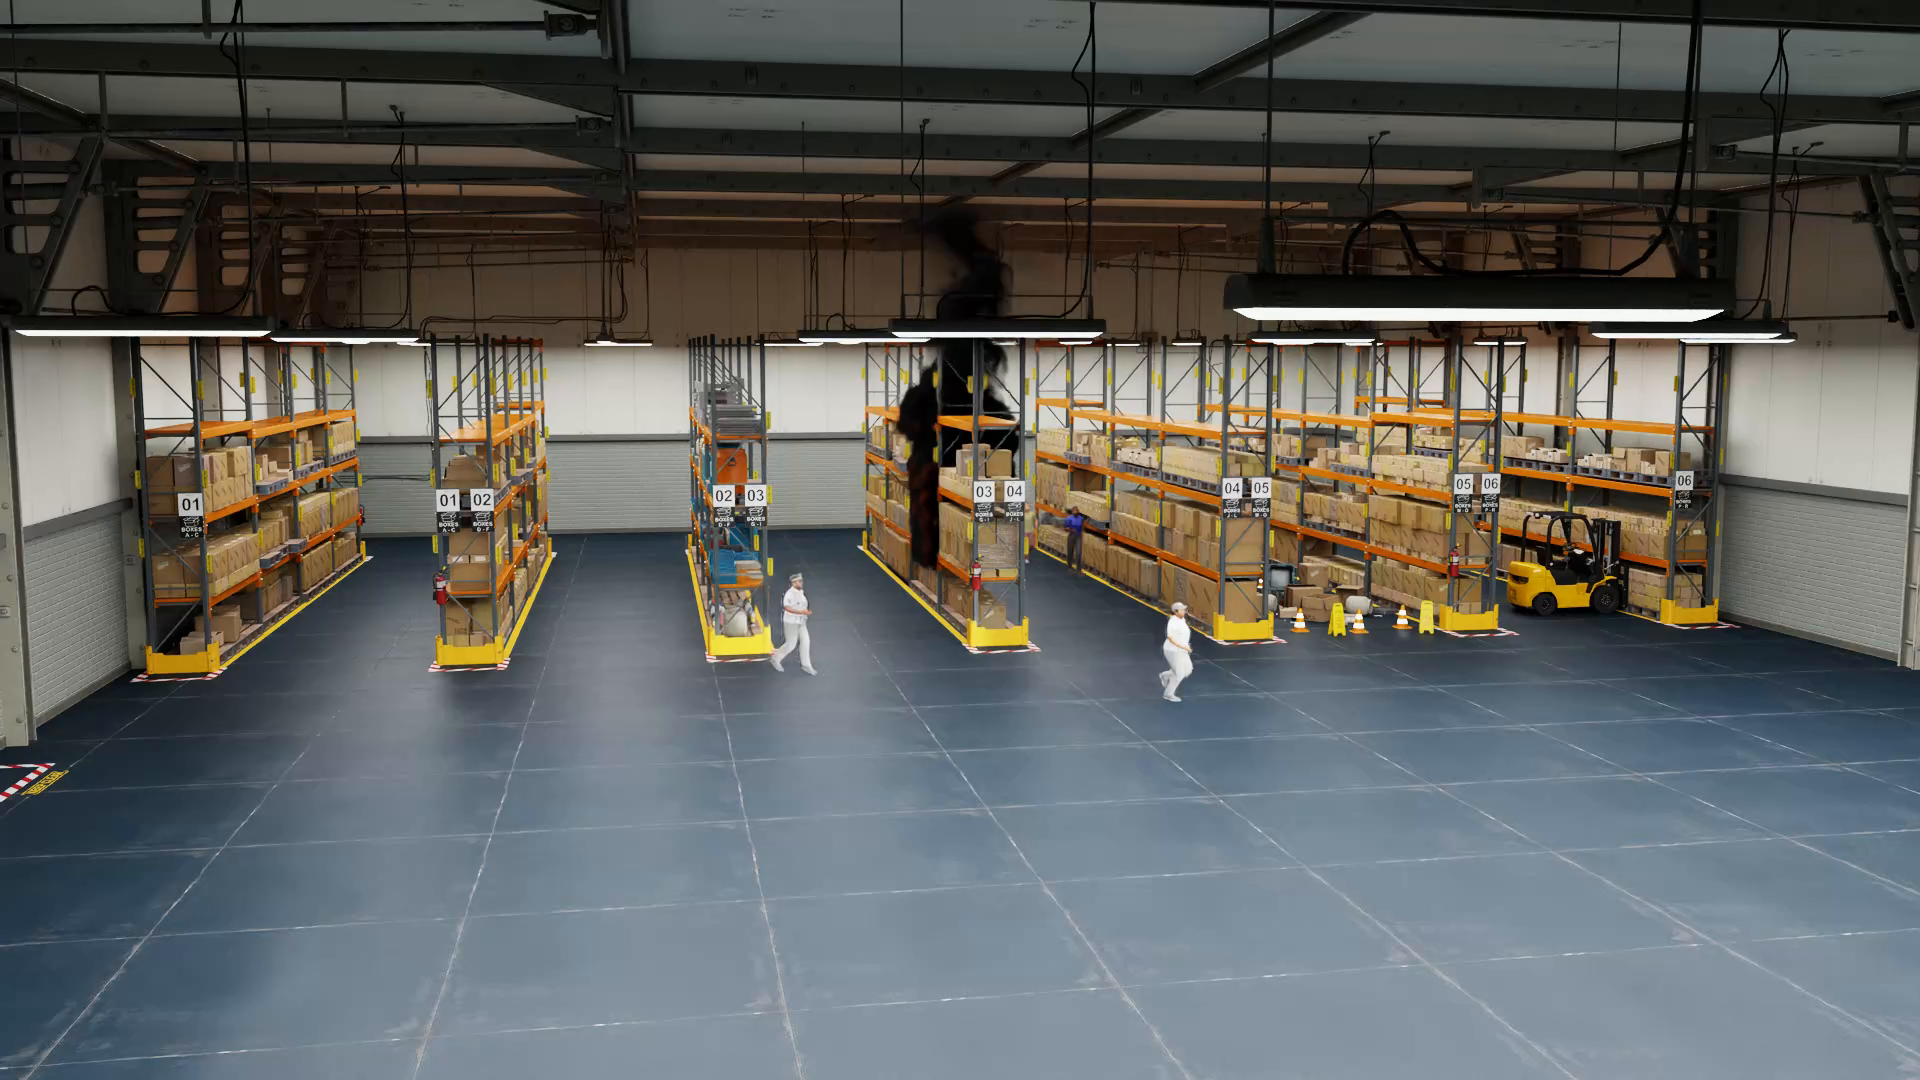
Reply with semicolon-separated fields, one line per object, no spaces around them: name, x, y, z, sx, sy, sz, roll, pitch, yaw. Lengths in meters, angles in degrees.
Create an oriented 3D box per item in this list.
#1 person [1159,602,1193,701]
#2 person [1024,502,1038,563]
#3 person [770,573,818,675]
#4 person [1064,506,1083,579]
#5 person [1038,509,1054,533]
person;3.557;1.825;27.190;0.579;1.617;0.620;3;7;26
person;1.821;-0.199;44.709;0.586;1.632;0.529;-1;7;-8
person;-2.937;1.483;29.426;0.866;1.817;0.681;2;7;20
person;2.751;0.041;40.060;0.559;1.742;0.737;-1;7;-11
person;2.637;-0.818;49.967;0.837;1.671;0.610;-1;7;-9
